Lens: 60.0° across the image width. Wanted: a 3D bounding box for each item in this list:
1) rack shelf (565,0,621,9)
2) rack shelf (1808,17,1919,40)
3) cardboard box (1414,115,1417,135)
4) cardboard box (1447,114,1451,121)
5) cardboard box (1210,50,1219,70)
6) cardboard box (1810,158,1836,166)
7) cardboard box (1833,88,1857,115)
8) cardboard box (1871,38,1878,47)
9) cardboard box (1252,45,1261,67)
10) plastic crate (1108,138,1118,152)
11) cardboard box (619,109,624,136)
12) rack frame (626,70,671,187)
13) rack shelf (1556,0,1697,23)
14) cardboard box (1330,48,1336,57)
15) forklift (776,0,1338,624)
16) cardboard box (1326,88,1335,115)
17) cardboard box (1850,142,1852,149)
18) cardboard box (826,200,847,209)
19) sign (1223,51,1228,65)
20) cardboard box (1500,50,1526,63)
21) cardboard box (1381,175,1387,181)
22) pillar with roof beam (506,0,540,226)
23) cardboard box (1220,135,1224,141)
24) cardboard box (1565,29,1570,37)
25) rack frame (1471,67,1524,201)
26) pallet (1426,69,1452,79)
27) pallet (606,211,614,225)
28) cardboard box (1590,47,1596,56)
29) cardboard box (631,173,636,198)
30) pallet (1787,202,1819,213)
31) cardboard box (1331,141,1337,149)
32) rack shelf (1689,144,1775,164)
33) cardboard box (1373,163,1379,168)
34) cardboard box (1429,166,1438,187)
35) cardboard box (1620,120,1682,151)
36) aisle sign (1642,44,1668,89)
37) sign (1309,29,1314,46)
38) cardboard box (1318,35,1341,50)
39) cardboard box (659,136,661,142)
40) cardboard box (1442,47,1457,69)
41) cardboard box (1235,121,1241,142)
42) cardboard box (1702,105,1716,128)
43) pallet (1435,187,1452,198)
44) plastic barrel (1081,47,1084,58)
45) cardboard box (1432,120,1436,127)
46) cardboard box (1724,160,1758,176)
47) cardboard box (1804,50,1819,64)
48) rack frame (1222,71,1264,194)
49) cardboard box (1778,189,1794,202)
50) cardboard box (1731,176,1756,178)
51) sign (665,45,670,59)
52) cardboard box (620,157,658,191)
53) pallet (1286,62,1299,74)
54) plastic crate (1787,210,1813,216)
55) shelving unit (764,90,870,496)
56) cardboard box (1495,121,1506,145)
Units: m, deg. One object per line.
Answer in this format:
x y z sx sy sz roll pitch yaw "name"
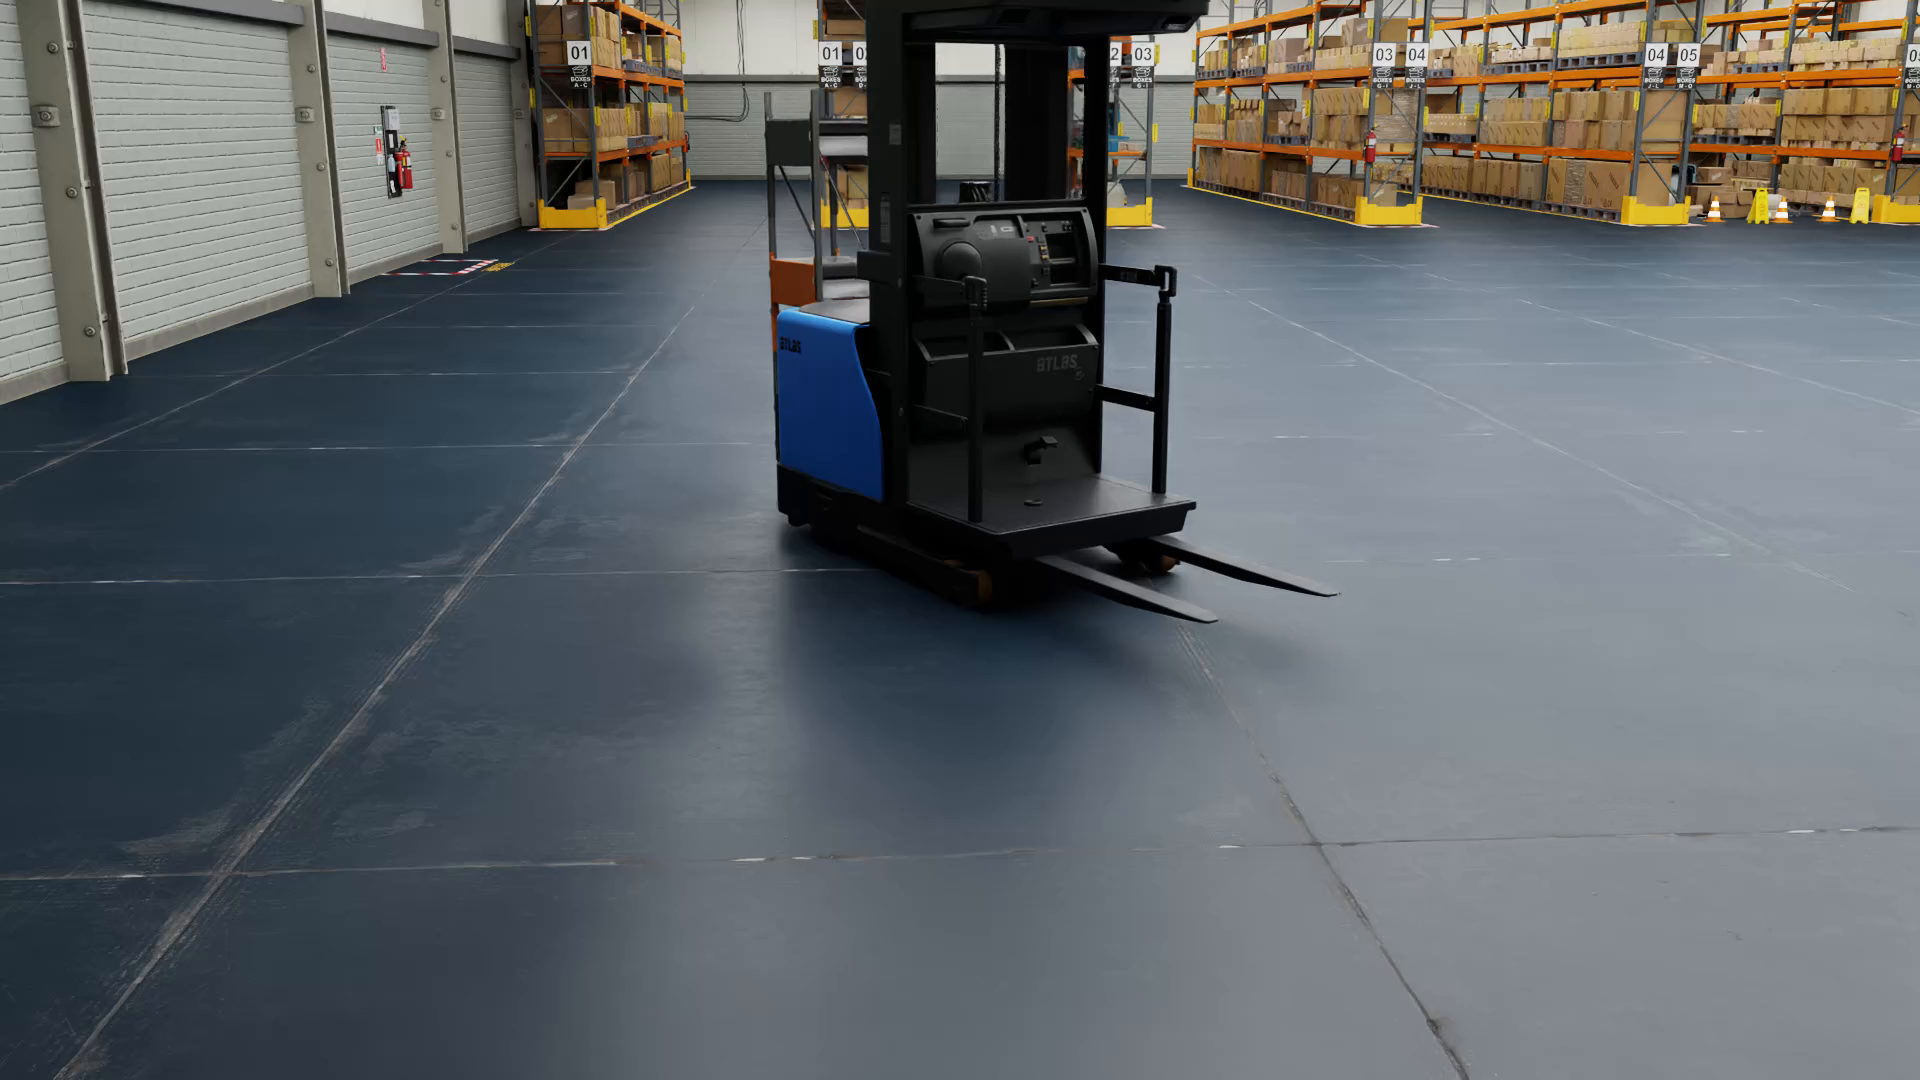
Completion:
-7.055 -10.091 30.636 1.077 0.370 4.000 -1 14 -3 "rack shelf"
22.126 -12.348 40.205 1.077 0.370 4.000 -1 14 -3 "rack shelf"
11.802 -10.611 42.452 0.500 0.500 0.500 -1 14 -3 "cardboard box"
11.815 -10.047 39.523 0.380 0.149 0.250 -1 14 -3 "cardboard box"
6.990 -12.601 43.719 0.700 0.500 0.500 -2 15 -7 "cardboard box"
17.312 -7.586 33.361 0.380 0.149 0.250 0 14 0 "cardboard box"
17.384 -8.472 32.129 0.700 0.500 0.500 -1 14 -4 "cardboard box"
17.500 -9.409 31.459 0.380 0.149 0.250 -1 14 -3 "cardboard box"
7.154 -11.325 38.960 0.500 0.500 0.500 0 14 0 "cardboard box"
2.627 -7.239 30.439 0.499 0.251 0.616 -1 14 -3 "plastic crate"
-6.804 -8.096 32.228 0.500 0.500 0.500 -1 14 -4 "cardboard box"
-7.674 -10.022 40.959 1.000 3.000 0.127 -1 14 -3 "rack frame"
12.733 -10.179 31.776 1.077 0.370 4.000 -1 14 -3 "rack shelf"
7.433 -9.489 32.366 0.380 0.149 0.250 -1 14 -4 "cardboard box"
0.326 -1.268 7.073 1.130 2.935 3.031 -9 17 -33 "forklift"
7.490 -8.574 32.527 0.500 0.500 0.500 -1 14 -3 "cardboard box"
17.512 -7.643 32.216 0.380 0.149 0.250 -1 14 -3 "cardboard box"
-2.315 -6.116 30.452 0.500 0.250 0.500 -1 14 -3 "cardboard box"
6.603 -11.984 41.368 0.100 0.325 0.005 -1 14 -3 "sign"
12.218 -10.632 36.567 0.500 0.250 0.500 0 14 -2 "cardboard box"
11.605 -9.795 44.953 0.380 0.149 0.250 -1 14 -3 "cardboard box"
-3.541 -10.170 29.495 9.100 9.000 0.400 -1 14 -3 "pillar with roof beam"
6.811 -10.201 42.157 0.380 0.149 0.250 -1 14 -3 "cardboard box"
12.310 -10.123 33.192 0.380 0.149 0.250 -1 14 -4 "cardboard box"
12.362 -9.308 38.184 1.000 3.000 0.127 -1 14 -3 "rack frame"
12.046 -11.510 41.097 1.213 0.211 1.003 -1 14 -3 "pallet"
-6.951 -5.909 30.568 1.003 0.211 1.213 -1 14 -3 "pallet"
12.387 -9.422 32.068 0.380 0.149 0.250 -1 14 -3 "cardboard box"
-7.355 -7.599 35.673 0.700 0.500 0.500 -1 14 -4 "cardboard box"
17.620 -6.898 34.413 1.003 0.211 1.213 -1 14 -3 "pallet"
7.472 -7.709 32.474 0.380 0.149 0.250 -1 14 -3 "cardboard box"
17.420 -8.564 36.735 1.077 0.370 4.000 -1 14 -3 "rack shelf"
11.559 -10.273 45.619 0.380 0.149 0.250 -2 15 -6 "cardboard box"
11.929 -8.976 41.068 0.500 0.500 0.500 0 14 -1 "cardboard box"
12.789 -7.483 30.789 0.875 0.550 0.550 -1 14 -3 "cardboard box"
12.562 -8.555 30.041 0.394 0.787 0.004 -1 14 -3 "aisle sign"
7.099 -10.146 33.594 0.100 0.325 0.005 -1 14 -3 "sign"
7.722 -10.087 34.139 0.797 0.503 0.637 -2 15 -6 "cardboard box"
-7.337 -9.576 39.690 0.380 0.149 0.250 -1 14 -3 "cardboard box"
12.078 -11.623 40.111 0.797 0.503 0.637 -1 14 -4 "cardboard box"
6.999 -9.932 40.409 0.500 0.500 0.500 -1 14 -5 "cardboard box"
17.132 -9.561 37.525 0.500 0.500 0.500 0 14 -1 "cardboard box"
12.242 -8.455 40.463 1.003 0.211 1.213 -1 14 -3 "pallet"
2.664 -9.835 32.364 0.600 0.901 0.708 -1 14 -3 "plastic barrel"
11.749 -10.163 40.572 0.380 0.149 0.250 0 14 -1 "cardboard box"
21.697 -10.318 46.275 0.797 0.503 0.637 -1 15 -6 "cardboard box"
17.339 -9.697 33.381 0.500 0.250 0.500 -1 14 -4 "cardboard box"
7.157 -10.252 41.851 1.000 3.000 0.127 -1 14 -3 "rack frame"
17.311 -7.136 34.416 0.500 0.250 0.500 -2 15 -6 "cardboard box"
17.375 -8.017 37.594 0.950 0.372 0.625 -1 14 -5 "cardboard box"
-7.133 -11.889 40.524 0.100 0.325 0.005 -1 14 -3 "sign"
-7.341 -8.375 38.027 0.750 0.750 0.750 -1 14 -4 "cardboard box"
7.653 -10.037 35.373 1.213 0.211 1.003 -1 14 -3 "pallet"
16.822 -6.598 33.509 0.402 0.080 0.583 -6 16 -23 "plastic crate"
-0.683 -1.236 8.604 0.431 2.100 0.503 -9 17 -32 "shelving unit"
12.185 -8.989 36.743 0.500 0.500 0.500 -1 14 -3 "cardboard box"
